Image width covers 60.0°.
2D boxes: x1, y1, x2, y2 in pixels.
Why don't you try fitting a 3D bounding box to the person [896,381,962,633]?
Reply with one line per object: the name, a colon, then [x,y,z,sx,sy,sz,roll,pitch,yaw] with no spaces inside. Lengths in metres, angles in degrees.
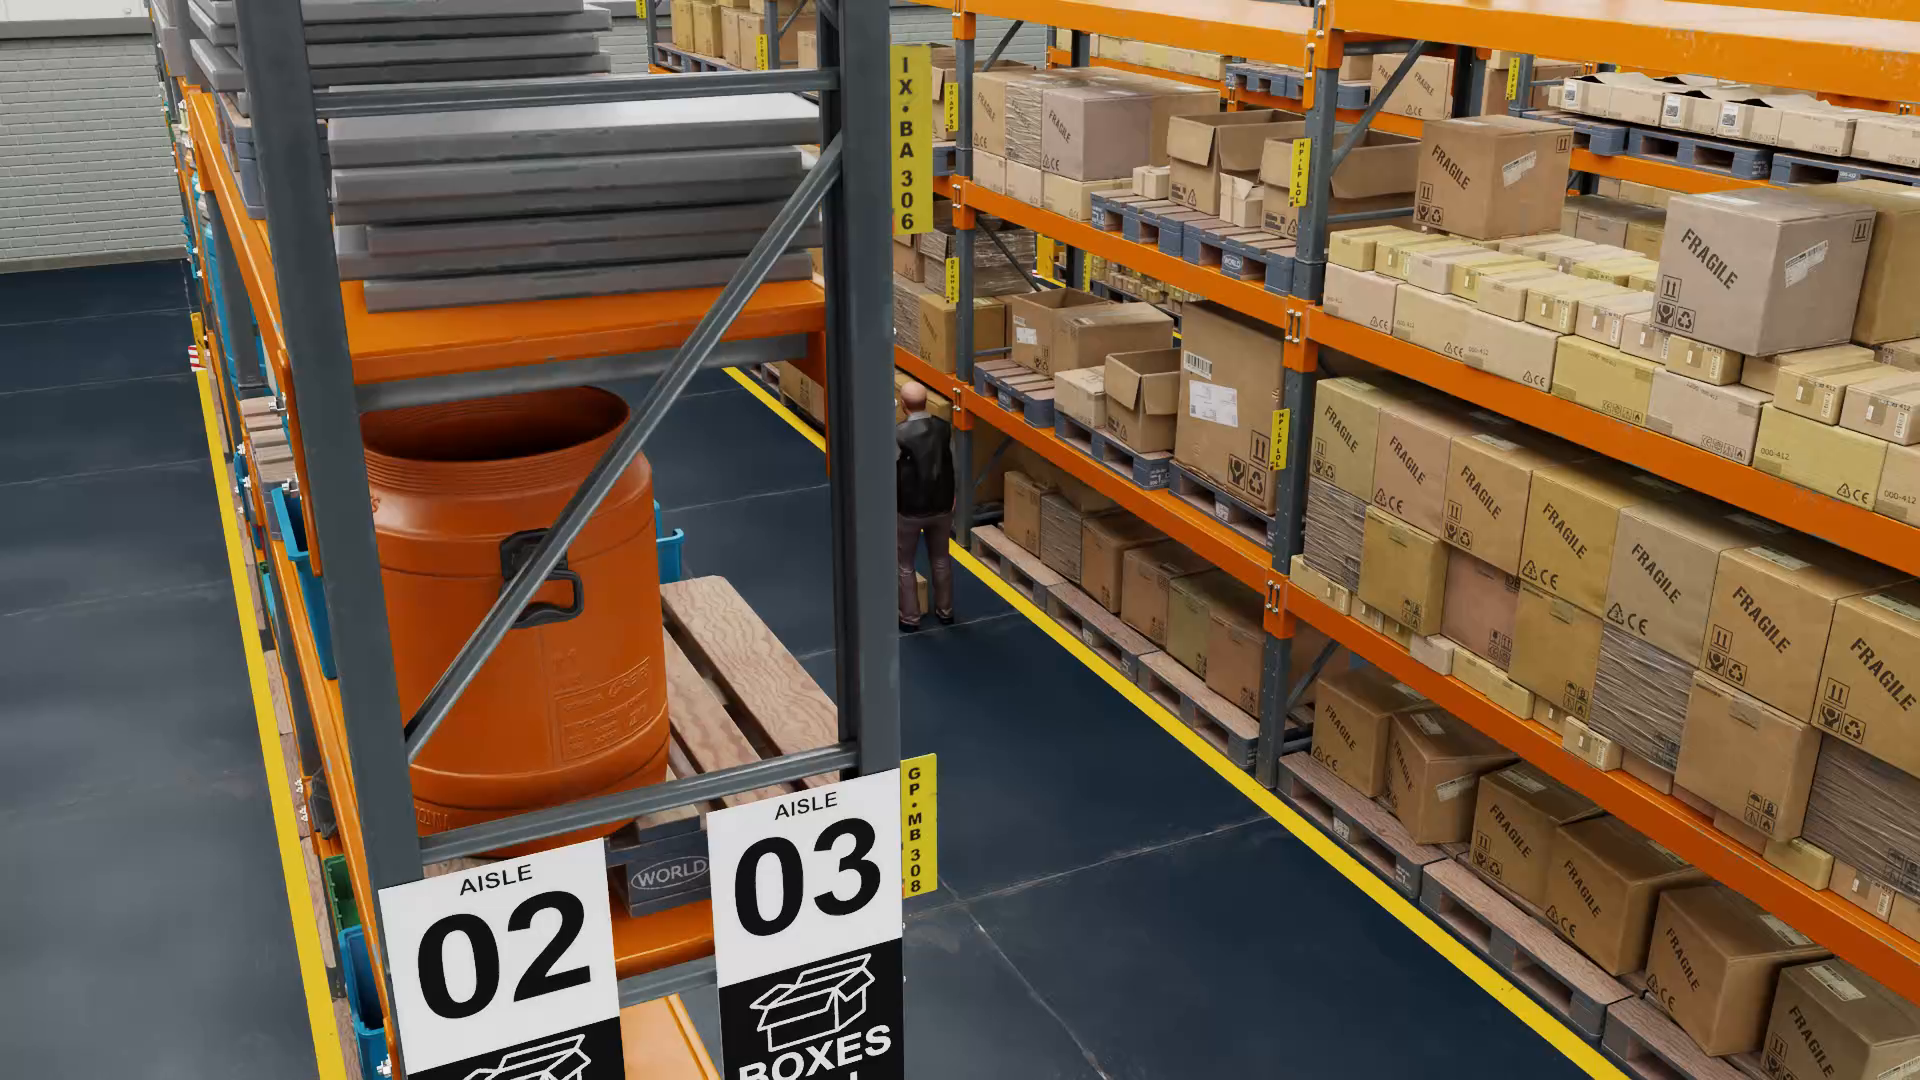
person: [-0.261,-0.213,11.148,0.580,1.721,0.418,-10,24,-23]
